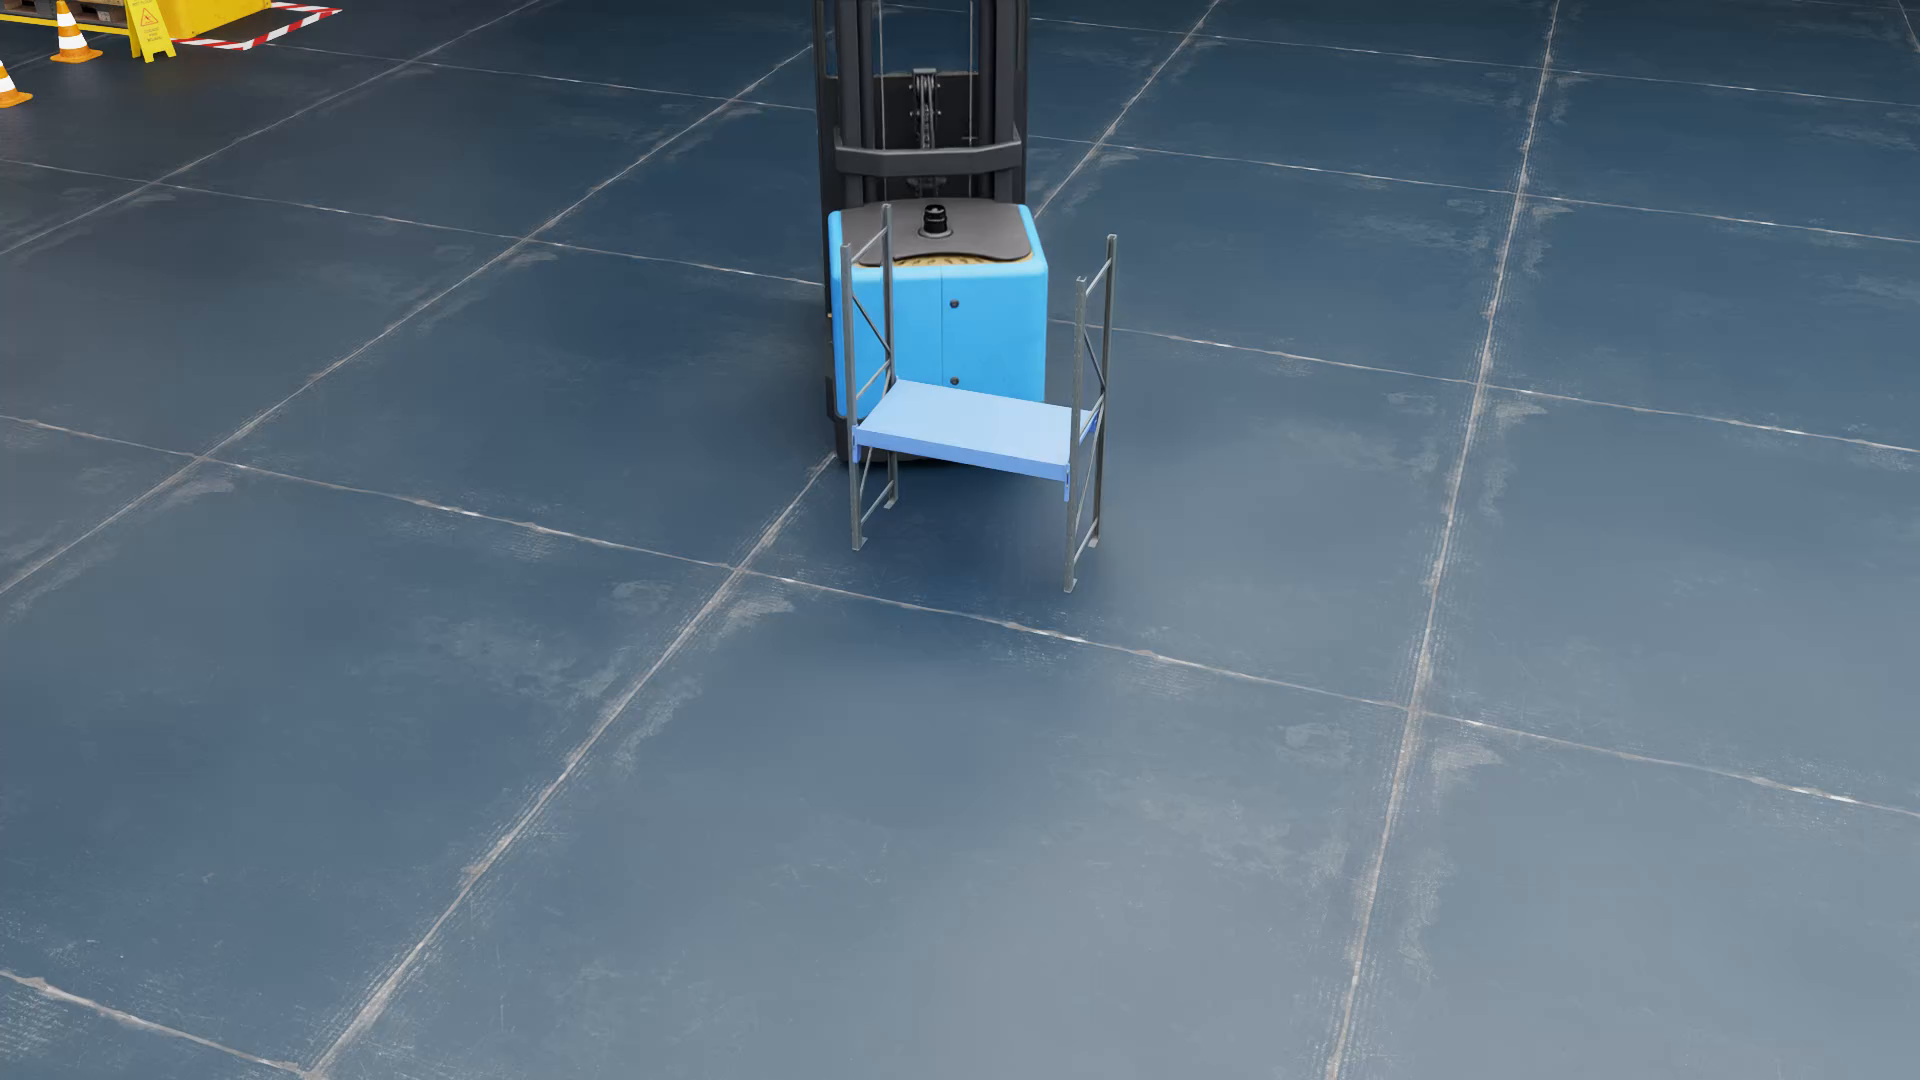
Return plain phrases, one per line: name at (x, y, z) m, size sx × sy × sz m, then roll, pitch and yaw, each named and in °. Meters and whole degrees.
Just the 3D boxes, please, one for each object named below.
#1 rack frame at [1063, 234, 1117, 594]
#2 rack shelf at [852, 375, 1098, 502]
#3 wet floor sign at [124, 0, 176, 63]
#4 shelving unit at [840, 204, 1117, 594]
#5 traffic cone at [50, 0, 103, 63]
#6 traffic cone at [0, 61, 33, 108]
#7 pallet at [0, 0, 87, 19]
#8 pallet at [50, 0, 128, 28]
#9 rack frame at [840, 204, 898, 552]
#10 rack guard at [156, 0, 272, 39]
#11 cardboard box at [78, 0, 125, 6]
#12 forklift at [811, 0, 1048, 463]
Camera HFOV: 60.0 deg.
rack frame at (0.559, -0.521, 7.175) m, size 0.032 × 1.500 × 0.500 m, roll 11°, pitch 34°, yaw 16°
rack shelf at (0.080, -0.463, 7.417) m, size 1.000 × 0.185 × 0.538 m, roll 11°, pitch 34°, yaw 16°
wet floor sign at (-6.828, -4.368, 13.921) m, size 0.232 × 0.644 × 0.267 m, roll 24°, pitch 40°, yaw 32°
shelving unit at (0.080, -0.614, 7.319) m, size 1.048 × 1.500 × 0.538 m, roll 11°, pitch 34°, yaw 16°
traffic cone at (-7.486, -4.293, 13.972) m, size 0.334 × 0.463 × 0.336 m, roll 11°, pitch 34°, yaw 16°
traffic cone at (-7.541, -3.664, 12.998) m, size 0.334 × 0.463 × 0.336 m, roll 11°, pitch 34°, yaw 16°
pallet at (-8.615, -5.172, 15.565) m, size 1.213 × 0.211 × 1.003 m, roll 11°, pitch 34°, yaw 16°
pallet at (-7.471, -4.948, 15.218) m, size 1.213 × 0.211 × 1.003 m, roll 11°, pitch 34°, yaw 16°
rack frame at (-0.398, -0.708, 7.463) m, size 0.032 × 1.500 × 0.500 m, roll 11°, pitch 34°, yaw 16°
rack guard at (-6.718, -4.902, 14.882) m, size 0.348 × 0.500 × 1.175 m, roll 11°, pitch 34°, yaw 16°
cardboard box at (-7.521, -4.975, 14.837) m, size 0.500 × 0.250 × 0.500 m, roll 11°, pitch 34°, yaw 16°
forklift at (-0.219, -2.390, 8.749) m, size 1.130 × 2.935 × 3.031 m, roll -3°, pitch 33°, yaw -4°
